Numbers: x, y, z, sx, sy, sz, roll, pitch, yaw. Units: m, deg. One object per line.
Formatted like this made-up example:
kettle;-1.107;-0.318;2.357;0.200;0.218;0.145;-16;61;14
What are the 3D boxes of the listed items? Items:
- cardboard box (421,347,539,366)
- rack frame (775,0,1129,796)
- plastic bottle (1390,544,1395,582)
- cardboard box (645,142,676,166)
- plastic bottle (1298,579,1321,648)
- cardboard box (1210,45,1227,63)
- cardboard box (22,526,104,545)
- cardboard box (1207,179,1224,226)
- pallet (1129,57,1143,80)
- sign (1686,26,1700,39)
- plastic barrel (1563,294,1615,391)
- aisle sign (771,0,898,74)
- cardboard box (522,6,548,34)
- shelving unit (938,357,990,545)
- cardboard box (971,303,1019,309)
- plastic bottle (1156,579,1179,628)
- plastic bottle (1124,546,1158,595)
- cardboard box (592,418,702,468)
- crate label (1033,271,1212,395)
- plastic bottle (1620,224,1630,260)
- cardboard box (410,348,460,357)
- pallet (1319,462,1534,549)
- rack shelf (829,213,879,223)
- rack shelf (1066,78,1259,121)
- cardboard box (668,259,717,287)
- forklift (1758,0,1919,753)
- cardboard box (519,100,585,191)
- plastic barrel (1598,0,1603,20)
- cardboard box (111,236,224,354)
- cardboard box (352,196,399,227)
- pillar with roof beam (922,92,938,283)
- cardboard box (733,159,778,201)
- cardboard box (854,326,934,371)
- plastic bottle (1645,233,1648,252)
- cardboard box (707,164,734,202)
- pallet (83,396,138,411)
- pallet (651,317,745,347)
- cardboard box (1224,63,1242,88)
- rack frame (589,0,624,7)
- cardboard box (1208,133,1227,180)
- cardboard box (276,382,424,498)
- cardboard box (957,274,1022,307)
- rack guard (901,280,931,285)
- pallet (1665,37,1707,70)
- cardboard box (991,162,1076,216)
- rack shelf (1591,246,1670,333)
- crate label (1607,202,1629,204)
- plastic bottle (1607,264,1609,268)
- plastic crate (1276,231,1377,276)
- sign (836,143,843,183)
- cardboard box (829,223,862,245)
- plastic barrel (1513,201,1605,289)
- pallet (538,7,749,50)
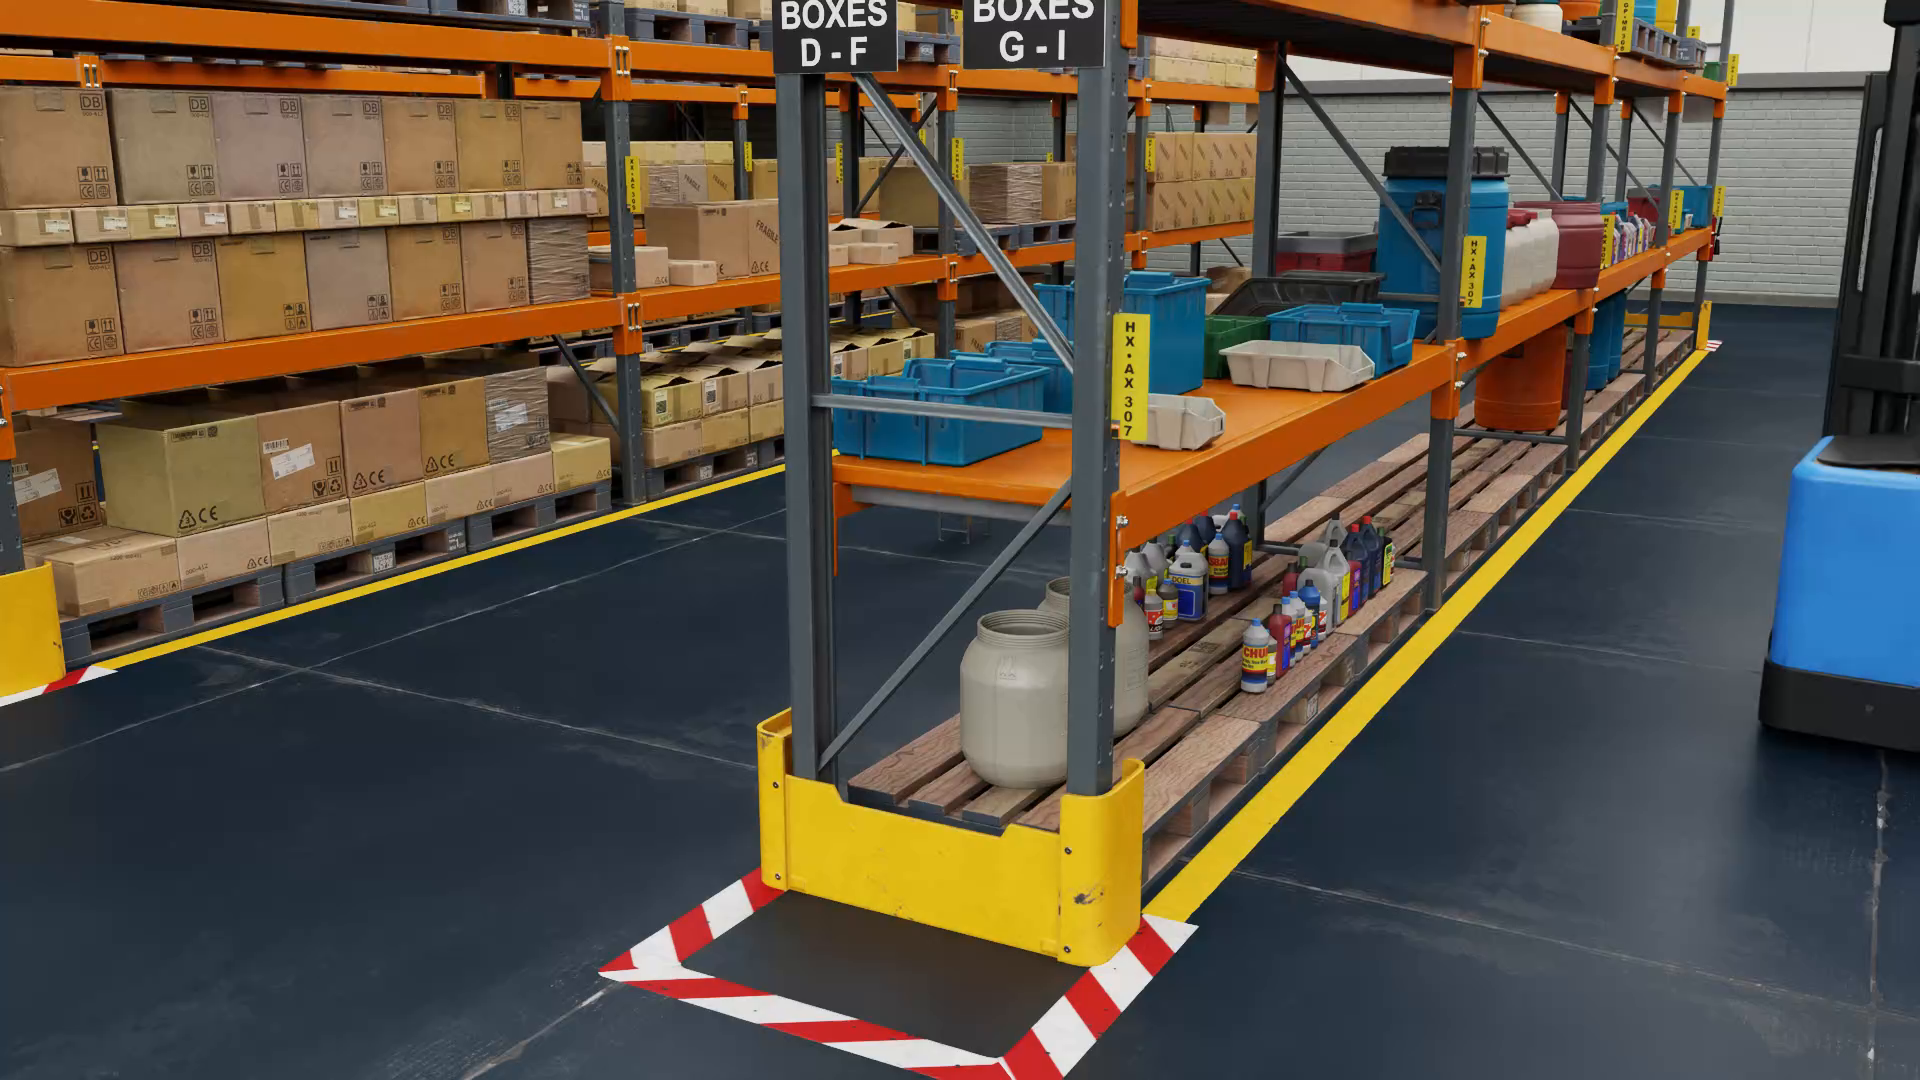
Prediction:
cardboard box;-2.940;-0.903;10.250;0.500;0.500;0.500;7;15;28
rack frame;-0.041;-0.348;4.577;1.000;3.000;0.127;7;15;28
plastic bottle;1.990;0.088;7.802;0.097;0.201;0.097;0;14;0
cardboard box;-3.416;-4.167;17.926;0.500;0.250;0.500;8;16;29
plastic bottle;1.420;0.295;6.791;0.097;0.271;0.097;0;14;0
cardboard box;2.612;-5.379;18.296;0.500;0.250;0.500;7;15;28
cardboard box;-4.375;0.079;7.776;0.500;0.250;0.500;7;15;28
cardboard box;2.644;-3.807;18.709;0.500;0.500;0.500;7;15;27
pallet;1.049;-4.613;16.268;1.213;0.211;1.003;7;15;28
sign;6.241;-4.210;14.176;0.100;0.325;0.005;7;15;28
plastic barrel;5.140;-1.739;13.928;0.600;0.901;0.708;7;15;28
aisle sign;-0.336;-1.631;4.350;0.394;0.787;0.004;7;15;28
cardboard box;-4.452;-5.053;16.541;0.700;0.500;0.500;6;15;25
shelving unit;0.026;-0.521;9.456;0.215;1.050;0.252;7;15;28
cardboard box;0.237;-1.983;15.753;0.500;0.500;0.500;7;15;26
plastic bottle;0.879;0.265;7.065;0.097;0.201;0.097;0;14;0
plastic bottle;0.753;0.188;7.067;0.144;0.351;0.185;8;16;30
cardboard box;-2.030;-0.653;10.812;0.500;0.250;0.500;7;15;27
crate label;0.612;-0.773;6.266;0.502;0.435;0.616;7;15;28
plastic bottle;5.255;-2.379;13.264;0.152;0.276;0.135;7;15;28
cardboard box;-5.149;-1.957;15.645;0.700;0.500;0.500;8;16;29
pallet;2.827;-0.230;10.036;1.003;0.211;1.213;7;15;28
rack shelf;-1.946;-3.993;21.231;1.077;0.370;4.000;7;15;28
rack shelf;2.393;-4.891;18.555;1.077;0.370;4.000;7;15;28
cardboard box;-1.834;-1.767;10.999;0.380;0.149;0.250;7;15;28
forklift;4.292;-0.881;6.936;1.130;2.935;3.031;9;16;33
cardboard box;-2.651;-2.318;9.768;0.700;0.500;0.500;7;15;28
plastic barrel;4.540;-3.768;11.796;0.294;0.245;0.294;0;14;0
cardboard box;-3.889;-1.161;7.737;0.700;0.500;0.500;8;16;29
cardboard box;-3.126;-1.699;8.585;0.380;0.149;0.250;8;16;30
pillar with roof beam;3.338;-7.834;22.827;9.100;9.000;0.400;7;15;28
cardboard box;-2.636;-4.188;19.864;0.980;0.700;0.700;8;16;29
cardboard box;-0.546;-1.556;13.362;0.500;0.311;0.500;8;16;30
plastic bottle;5.820;-2.569;14.213;0.097;0.201;0.097;0;14;0
cardboard box;-2.915;-4.012;18.885;0.500;0.500;0.500;7;15;27
pallet;-6.405;-1.095;13.627;1.003;0.211;1.213;7;15;28
pallet;-3.219;-2.410;19.080;1.003;0.211;1.213;7;15;28
cardboard box;2.860;-5.237;18.777;0.500;0.250;0.500;7;15;28
rack frame;-2.442;-4.647;9.609;1.000;3.000;0.127;7;15;28
cardboard box;2.647;-4.289;18.576;0.500;0.500;0.500;8;16;30
cardboard box;-3.194;-0.534;8.720;0.500;0.500;0.500;7;15;28
cardboard box;0.253;-2.355;15.698;0.500;0.250;0.500;7;15;27
rack guard;-0.967;-3.543;23.162;1.175;0.500;0.348;7;15;28
pallet;5.467;-4.004;13.746;1.213;0.211;1.003;7;15;28
cardboard box;0.724;-3.405;16.146;0.700;0.500;0.500;10;17;37
rack shelf;4.793;-2.050;13.171;1.077;0.370;4.000;7;15;28
crate label;7.286;-3.565;18.150;0.416;0.233;0.303;7;15;28
plastic bottle;4.798;-2.169;12.406;0.097;0.271;0.097;0;14;0
plastic crate;1.859;-1.334;8.529;0.402;0.464;0.583;7;15;28
sign;-0.988;-3.135;13.836;0.100;0.325;0.005;7;15;28
cardboard box;-1.110;-2.346;13.056;0.500;0.311;0.500;7;15;27
plastic barrel;3.867;-1.926;10.832;0.600;0.536;0.708;7;15;28
pallet;-2.027;-3.278;10.739;0.805;0.209;1.217;7;15;26
